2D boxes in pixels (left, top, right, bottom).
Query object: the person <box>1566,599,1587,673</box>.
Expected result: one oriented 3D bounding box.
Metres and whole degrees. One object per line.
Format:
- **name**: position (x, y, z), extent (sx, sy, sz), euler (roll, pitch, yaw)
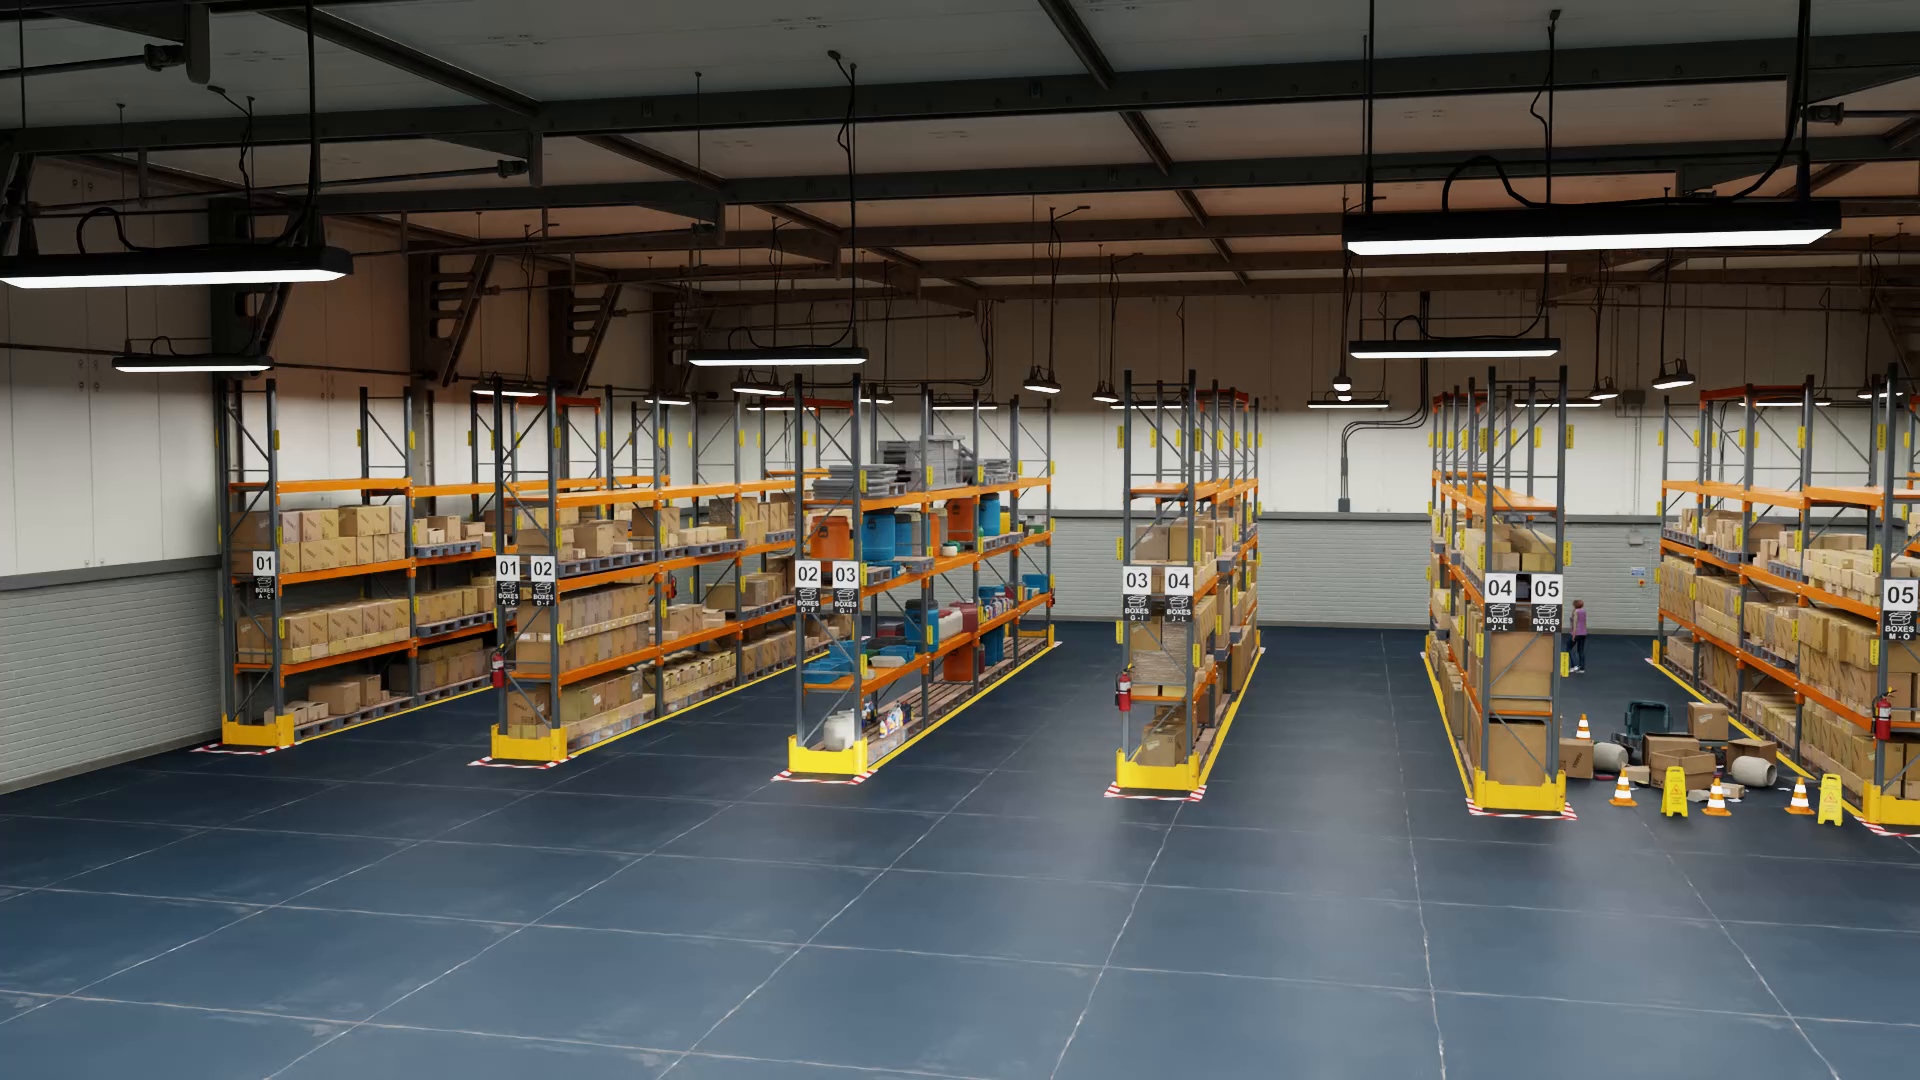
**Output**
- **person**: position (13.304, 2.067, 35.756), extent (0.441, 1.614, 0.393), euler (-2, 4, -26)
